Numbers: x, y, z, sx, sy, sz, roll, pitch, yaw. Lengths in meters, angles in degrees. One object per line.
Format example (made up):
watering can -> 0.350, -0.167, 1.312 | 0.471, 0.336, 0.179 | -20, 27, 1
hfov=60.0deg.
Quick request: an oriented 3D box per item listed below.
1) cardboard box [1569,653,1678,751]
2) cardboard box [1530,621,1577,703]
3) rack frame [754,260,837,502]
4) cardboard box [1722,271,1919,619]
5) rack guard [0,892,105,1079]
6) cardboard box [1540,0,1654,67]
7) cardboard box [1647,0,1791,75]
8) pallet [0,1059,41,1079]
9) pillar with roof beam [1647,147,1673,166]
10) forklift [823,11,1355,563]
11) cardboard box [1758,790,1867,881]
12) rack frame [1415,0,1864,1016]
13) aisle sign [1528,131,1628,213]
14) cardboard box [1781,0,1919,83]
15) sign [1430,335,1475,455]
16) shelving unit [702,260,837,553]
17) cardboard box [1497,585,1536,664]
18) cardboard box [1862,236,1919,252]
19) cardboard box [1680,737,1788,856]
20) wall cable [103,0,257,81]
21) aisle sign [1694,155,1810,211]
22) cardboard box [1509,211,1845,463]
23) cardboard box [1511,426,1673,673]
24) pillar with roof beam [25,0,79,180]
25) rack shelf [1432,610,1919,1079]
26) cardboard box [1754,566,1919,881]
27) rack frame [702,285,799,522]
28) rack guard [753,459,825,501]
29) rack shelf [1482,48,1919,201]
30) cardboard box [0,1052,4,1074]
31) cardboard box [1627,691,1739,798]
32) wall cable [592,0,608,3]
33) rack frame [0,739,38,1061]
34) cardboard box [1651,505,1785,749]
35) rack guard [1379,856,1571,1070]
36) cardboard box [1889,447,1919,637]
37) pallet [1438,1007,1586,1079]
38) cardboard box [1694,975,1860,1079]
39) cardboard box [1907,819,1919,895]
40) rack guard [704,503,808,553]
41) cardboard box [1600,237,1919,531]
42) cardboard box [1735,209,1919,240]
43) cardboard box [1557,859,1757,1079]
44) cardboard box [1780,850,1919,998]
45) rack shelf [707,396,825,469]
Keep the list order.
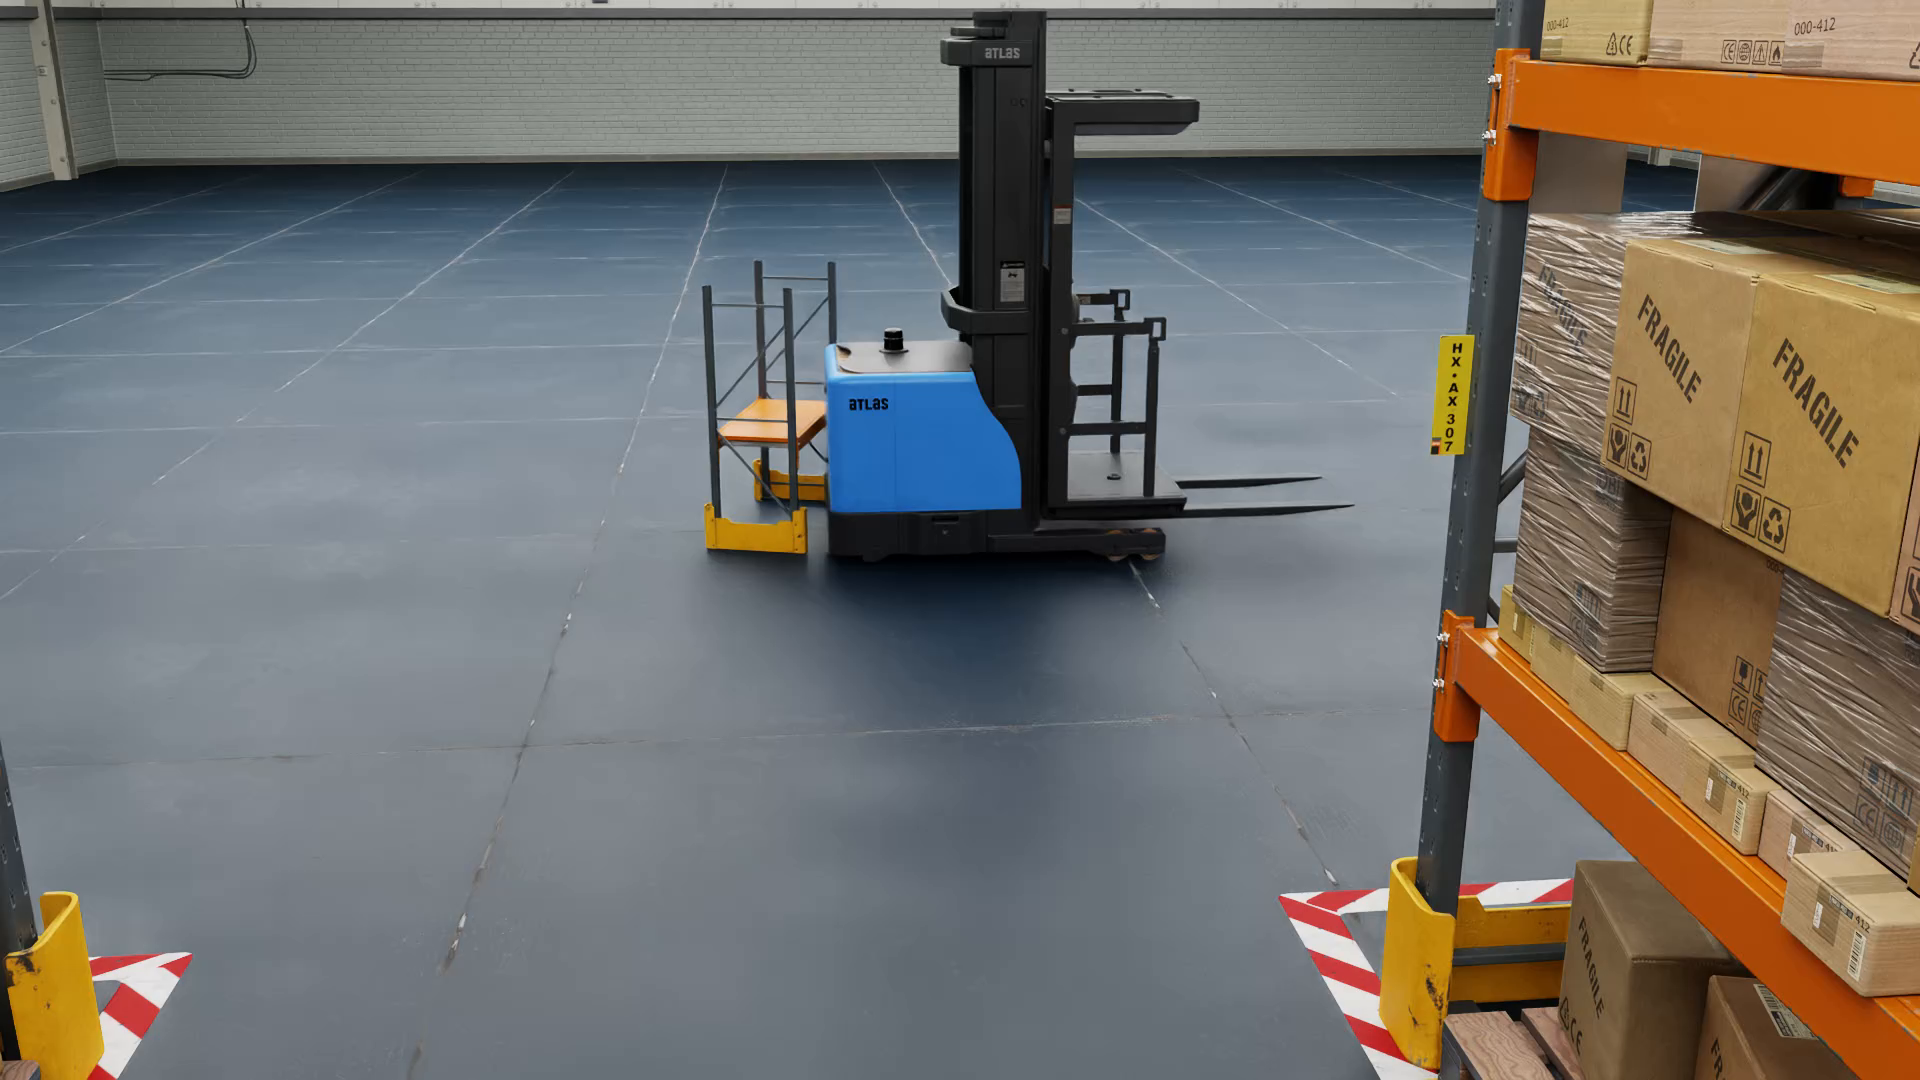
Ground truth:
cardboard box -> 1.672, 0.371, 3.906 | 0.380, 0.149, 0.250 | -2, 18, -6
cardboard box -> 1.661, 0.296, 4.145 | 0.380, 0.149, 0.250 | -2, 18, -6
rack frame -> -0.997, -0.966, 10.251 | 0.500, 1.500, 0.032 | 3, 18, 9
cardboard box -> 1.746, -0.187, 2.933 | 0.500, 0.500, 0.500 | -2, 18, -6
rack guard -> -3.084, 1.318, 4.645 | 1.175, 0.500, 0.348 | -2, 18, -6
cardboard box -> 1.655, -1.199, 3.731 | 0.500, 0.250, 0.500 | -1, 17, -4
cardboard box -> 1.714, -1.045, 3.242 | 0.500, 0.250, 0.500 | -2, 18, -7
pallet -> -2.921, 1.698, 3.915 | 1.003, 0.211, 1.213 | -2, 18, -6
pillar with roof beam -> 10.200, -11.935, 32.671 | 9.100, 9.000, 0.400 | -2, 18, -6
forklift -> 0.736, -1.441, 9.374 | 3.031, 2.935, 1.130 | -2, 18, -6
cardboard box -> 1.790, 0.593, 3.198 | 0.380, 0.149, 0.250 | -2, 18, -6
rack frame -> 1.862, 0.009, 4.640 | 1.000, 3.000, 0.127 | -2, 18, -6
aisle sign -> 1.558, -1.240, 4.280 | 0.394, 0.787, 0.004 | -2, 18, -6
cardboard box -> 1.761, -0.898, 2.772 | 0.500, 0.250, 0.500 | -2, 18, -6
sign -> 1.323, -0.387, 4.457 | 0.100, 0.325, 0.005 | -2, 18, -6
shelving unit -> -1.082, -0.813, 9.764 | 0.587, 1.500, 1.083 | 3, 18, 9
cardboard box -> 1.655, 0.221, 4.384 | 0.380, 0.149, 0.250 | -2, 18, -6
cardboard box -> 2.222, -0.353, 3.459 | 0.500, 0.500, 0.500 | -2, 18, -6
cardboard box -> 1.737, 0.520, 3.433 | 0.380, 0.149, 0.250 | -2, 18, -6
wall cable -> -15.839, -10.532, 33.386 | 3.097, 2.526, 0.112 | -2, 18, -6
aisle sign -> 2.154, -1.259, 4.339 | 0.394, 0.787, 0.004 | -2, 18, -6
cardboard box -> 1.648, -0.485, 3.882 | 0.500, 0.500, 0.500 | -2, 18, -6
cardboard box -> 1.892, -0.016, 4.056 | 0.875, 0.500, 0.500 | -2, 18, -6
pillar with roof beam -> -12.568, -11.228, 30.419 | 9.100, 9.000, 0.400 | -2, 18, -6
rack shelf -> 2.069, 0.948, 2.850 | 1.077, 0.370, 4.000 | -2, 18, -6
cardboard box -> 2.071, 0.280, 3.115 | 0.875, 0.500, 0.500 | -2, 18, -6
rack frame -> -1.163, -0.666, 9.294 | 0.500, 1.500, 0.032 | 3, 18, 9
rack guard -> -1.001, -0.364, 10.420 | 0.587, 0.250, 0.087 | 3, 18, 9
rack shelf -> 2.069, -0.483, 2.401 | 1.077, 0.370, 4.000 | -2, 18, -6
cardboard box -> -2.946, 1.146, 3.866 | 0.875, 0.875, 0.875 | -2, 18, -5
cardboard box -> 1.719, 0.445, 3.671 | 0.380, 0.149, 0.250 | -2, 18, -6
wall cable -> -6.395, -13.925, 33.331 | 2.305, 6.003, 0.169 | -2, 18, -6
rack frame -> -3.082, 0.132, 4.248 | 1.000, 3.000, 0.127 | -2, 18, -6
cardboard box -> 2.063, 0.129, 3.593 | 0.875, 0.500, 0.500 | -2, 18, -6
rack guard -> 1.870, 1.224, 4.943 | 1.175, 0.500, 0.348 | -2, 18, -6
cardboard box -> 1.803, -0.038, 2.459 | 0.500, 0.500, 0.500 | -2, 18, -6
pallet -> 1.919, 1.605, 4.211 | 1.003, 0.211, 1.213 | -2, 18, -6
cardboard box -> 2.006, 1.365, 3.794 | 0.500, 0.500, 0.500 | 3, 18, 9
cardboard box -> 2.111, 0.429, 2.639 | 0.875, 0.500, 0.500 | -2, 18, -6
rack guard -> -1.163, -0.070, 9.482 | 0.587, 0.250, 0.087 | 3, 18, 9
cardboard box -> 1.693, -0.336, 3.407 | 0.500, 0.500, 0.500 | -2, 18, -6
cardboard box -> 2.165, -0.501, 3.933 | 0.500, 0.500, 0.500 | -2, 18, -6
cardboard box -> 1.910, 1.188, 4.358 | 0.500, 0.500, 0.500 | 1, 17, 5
cardboard box -> 1.713, 0.671, 2.951 | 0.380, 0.149, 0.250 | -2, 18, -6
rack shelf -> -1.080, -0.644, 9.826 | 0.538, 0.185, 1.000 | 3, 18, 9
